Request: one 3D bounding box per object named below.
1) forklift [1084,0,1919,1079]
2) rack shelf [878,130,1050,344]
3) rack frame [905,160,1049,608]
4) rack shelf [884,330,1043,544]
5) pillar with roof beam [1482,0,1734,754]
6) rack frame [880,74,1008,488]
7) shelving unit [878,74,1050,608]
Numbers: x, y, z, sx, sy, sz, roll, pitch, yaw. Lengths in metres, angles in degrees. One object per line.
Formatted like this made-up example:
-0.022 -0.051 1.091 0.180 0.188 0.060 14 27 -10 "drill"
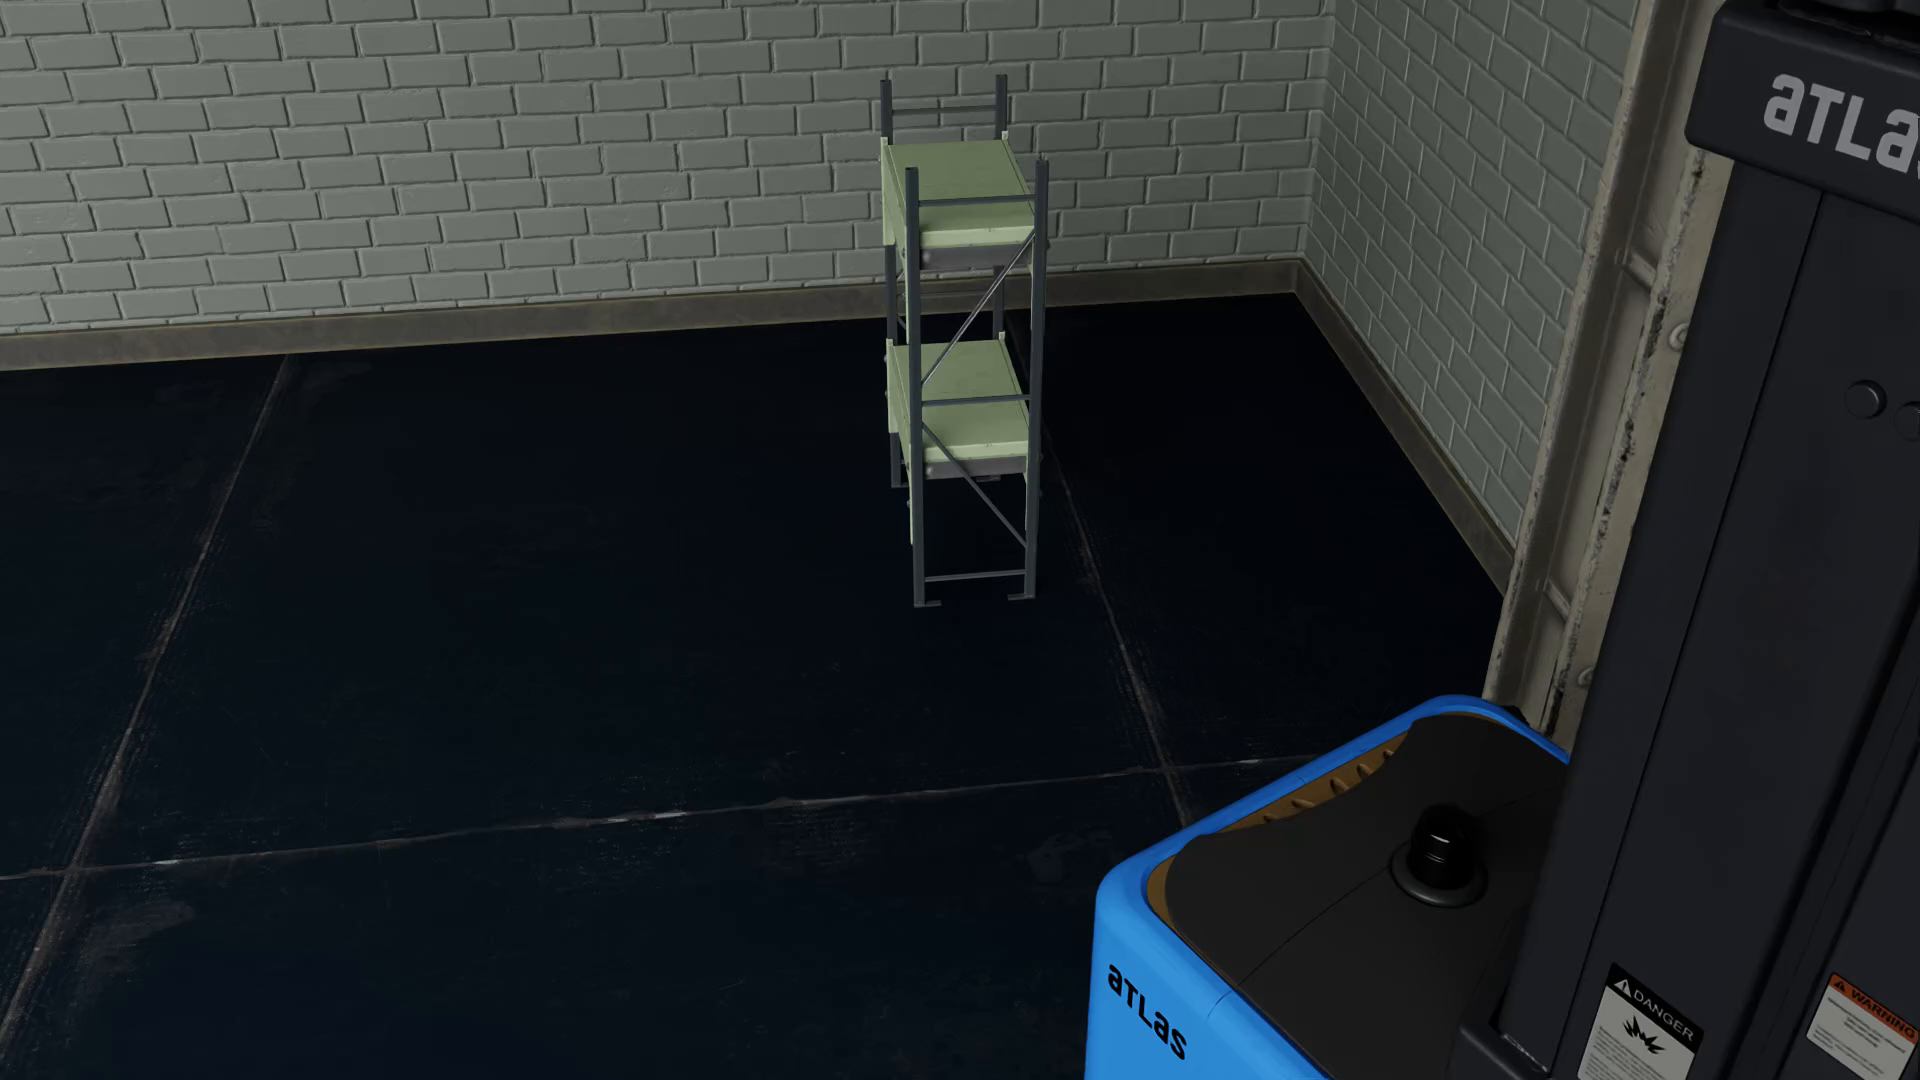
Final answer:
1.476 0.805 1.966 1.130 2.935 3.031 -21 40 -28 "forklift"
-0.001 -0.946 5.113 0.431 0.370 0.720 -4 35 -6 "rack shelf"
0.048 -0.419 5.033 0.400 1.500 0.023 -4 35 -6 "rack frame"
-0.001 -0.354 5.517 0.431 0.370 0.720 -4 35 -6 "rack shelf"
-2.503 -2.822 1.900 9.100 9.000 0.400 -4 35 -6 "pillar with roof beam"
-0.050 -0.828 5.633 0.400 1.500 0.023 -4 35 -6 "rack frame"
-0.001 -0.623 5.333 0.431 1.500 0.755 -4 35 -6 "shelving unit"
